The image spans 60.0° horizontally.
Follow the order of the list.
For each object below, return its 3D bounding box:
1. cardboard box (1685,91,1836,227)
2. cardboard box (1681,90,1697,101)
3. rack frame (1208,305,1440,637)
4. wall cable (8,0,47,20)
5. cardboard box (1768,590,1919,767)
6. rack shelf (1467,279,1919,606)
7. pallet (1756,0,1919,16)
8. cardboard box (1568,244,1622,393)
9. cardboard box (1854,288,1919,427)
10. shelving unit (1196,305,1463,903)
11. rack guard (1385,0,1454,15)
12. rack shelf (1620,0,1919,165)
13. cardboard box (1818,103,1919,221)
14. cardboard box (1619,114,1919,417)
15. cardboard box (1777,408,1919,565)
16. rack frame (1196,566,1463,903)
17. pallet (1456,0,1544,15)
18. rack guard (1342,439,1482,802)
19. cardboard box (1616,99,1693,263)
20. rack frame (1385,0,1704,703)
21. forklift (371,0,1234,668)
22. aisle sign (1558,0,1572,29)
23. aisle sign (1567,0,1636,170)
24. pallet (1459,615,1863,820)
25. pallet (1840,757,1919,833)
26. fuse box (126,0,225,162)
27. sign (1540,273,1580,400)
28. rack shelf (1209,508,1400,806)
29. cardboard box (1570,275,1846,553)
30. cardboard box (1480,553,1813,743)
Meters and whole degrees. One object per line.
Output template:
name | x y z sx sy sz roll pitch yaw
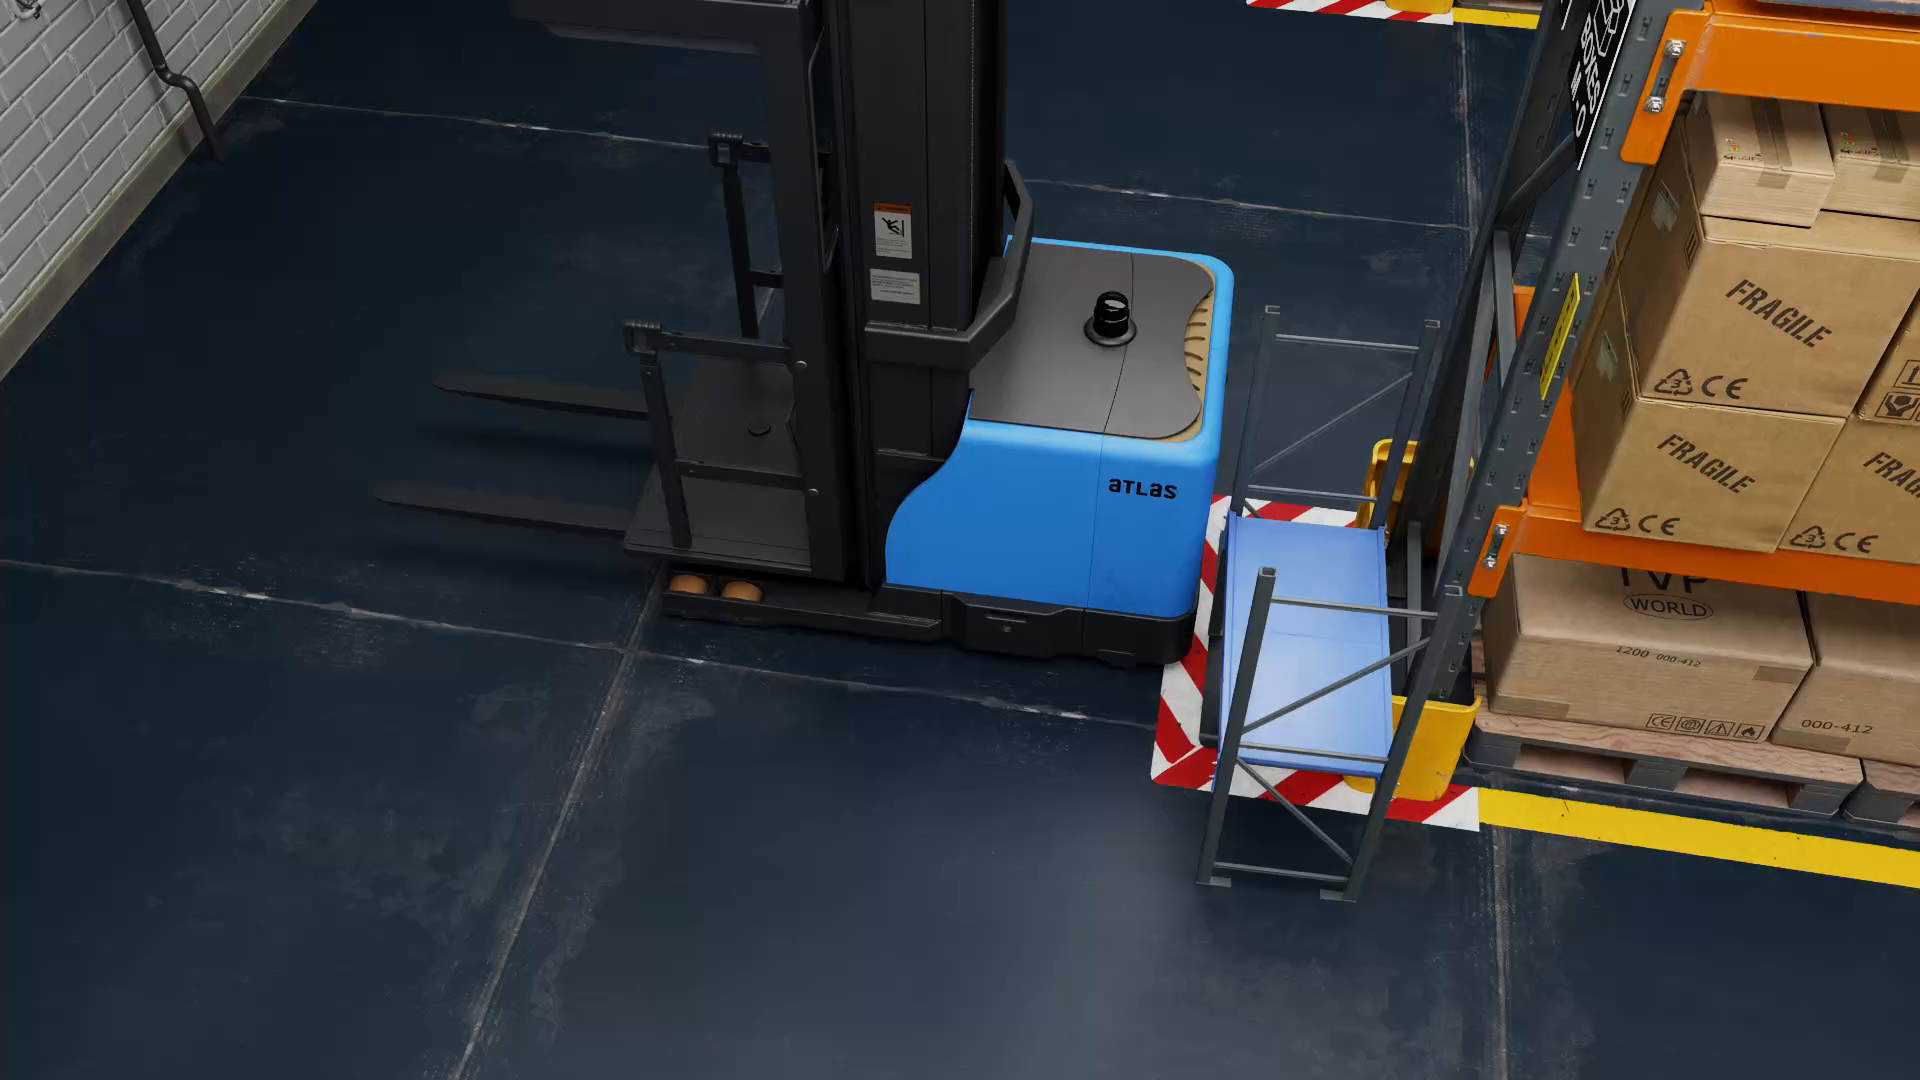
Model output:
cardboard box | 1.859 -0.915 3.880 0.250 0.149 0.380 9 49 8
cardboard box | 1.948 -1.264 4.194 0.250 0.149 0.380 8 49 7
rack frame | 1.136 -0.146 5.373 0.500 1.500 0.032 6 48 5
wall cable | -3.753 -2.689 5.966 0.122 1.984 0.588 8 49 7
cardboard box | 3.129 0.265 5.436 0.875 0.438 0.875 9 49 8
rack shelf | 3.527 -0.075 4.785 4.000 0.370 1.077 8 49 7
pallet | 2.291 -1.463 3.591 1.213 0.211 1.003 8 49 7
cardboard box | 2.081 -0.744 4.835 0.500 0.500 0.500 8 49 7
cardboard box | 2.491 -0.613 4.045 0.500 0.500 0.500 6 48 6
shelving unit | 1.066 0.229 5.036 0.538 1.500 1.048 6 48 5
rack guard | 2.513 -3.369 8.941 0.348 0.500 1.175 8 49 7
rack shelf | 3.527 -1.078 3.669 4.000 0.370 1.077 8 49 7
cardboard box | 2.130 -0.933 3.896 0.250 0.149 0.380 9 49 8
cardboard box | 1.981 -0.676 4.101 0.500 0.500 0.500 7 48 6
cardboard box | 2.483 -0.294 4.430 0.500 0.500 0.500 7 48 6
rack frame | 0.997 0.603 4.700 0.500 1.500 0.032 6 48 5
pallet | 3.298 -3.167 8.954 1.213 0.211 1.003 8 49 7
rack guard | 1.536 0.252 5.688 0.348 0.500 1.175 8 49 7
cardboard box | 2.076 -1.059 4.445 0.500 0.500 0.500 9 49 8
rack frame | 1.559 -0.580 4.755 0.127 3.000 1.000 8 49 7
forklift | -0.616 -1.055 5.228 3.031 2.935 1.130 7 48 6
aisle sign | 1.544 -1.686 4.000 0.004 0.787 0.394 8 49 7
aisle sign | 1.437 -1.247 3.606 0.004 0.787 0.394 8 49 7
pallet | 2.360 0.400 5.749 1.213 0.211 1.003 8 49 7
pallet | 3.557 0.563 5.602 1.213 0.211 1.003 8 49 7
fuse box | -3.477 -2.397 7.253 0.414 1.711 0.539 8 49 7
sign | 1.455 -0.491 4.039 0.005 0.325 0.100 8 49 7
rack shelf | 1.066 0.349 5.170 0.538 0.185 1.000 6 48 5
cardboard box | 1.981 -0.340 4.472 0.500 0.500 0.500 7 48 7
cardboard box | 2.227 0.150 5.539 0.875 0.438 0.875 6 48 6
